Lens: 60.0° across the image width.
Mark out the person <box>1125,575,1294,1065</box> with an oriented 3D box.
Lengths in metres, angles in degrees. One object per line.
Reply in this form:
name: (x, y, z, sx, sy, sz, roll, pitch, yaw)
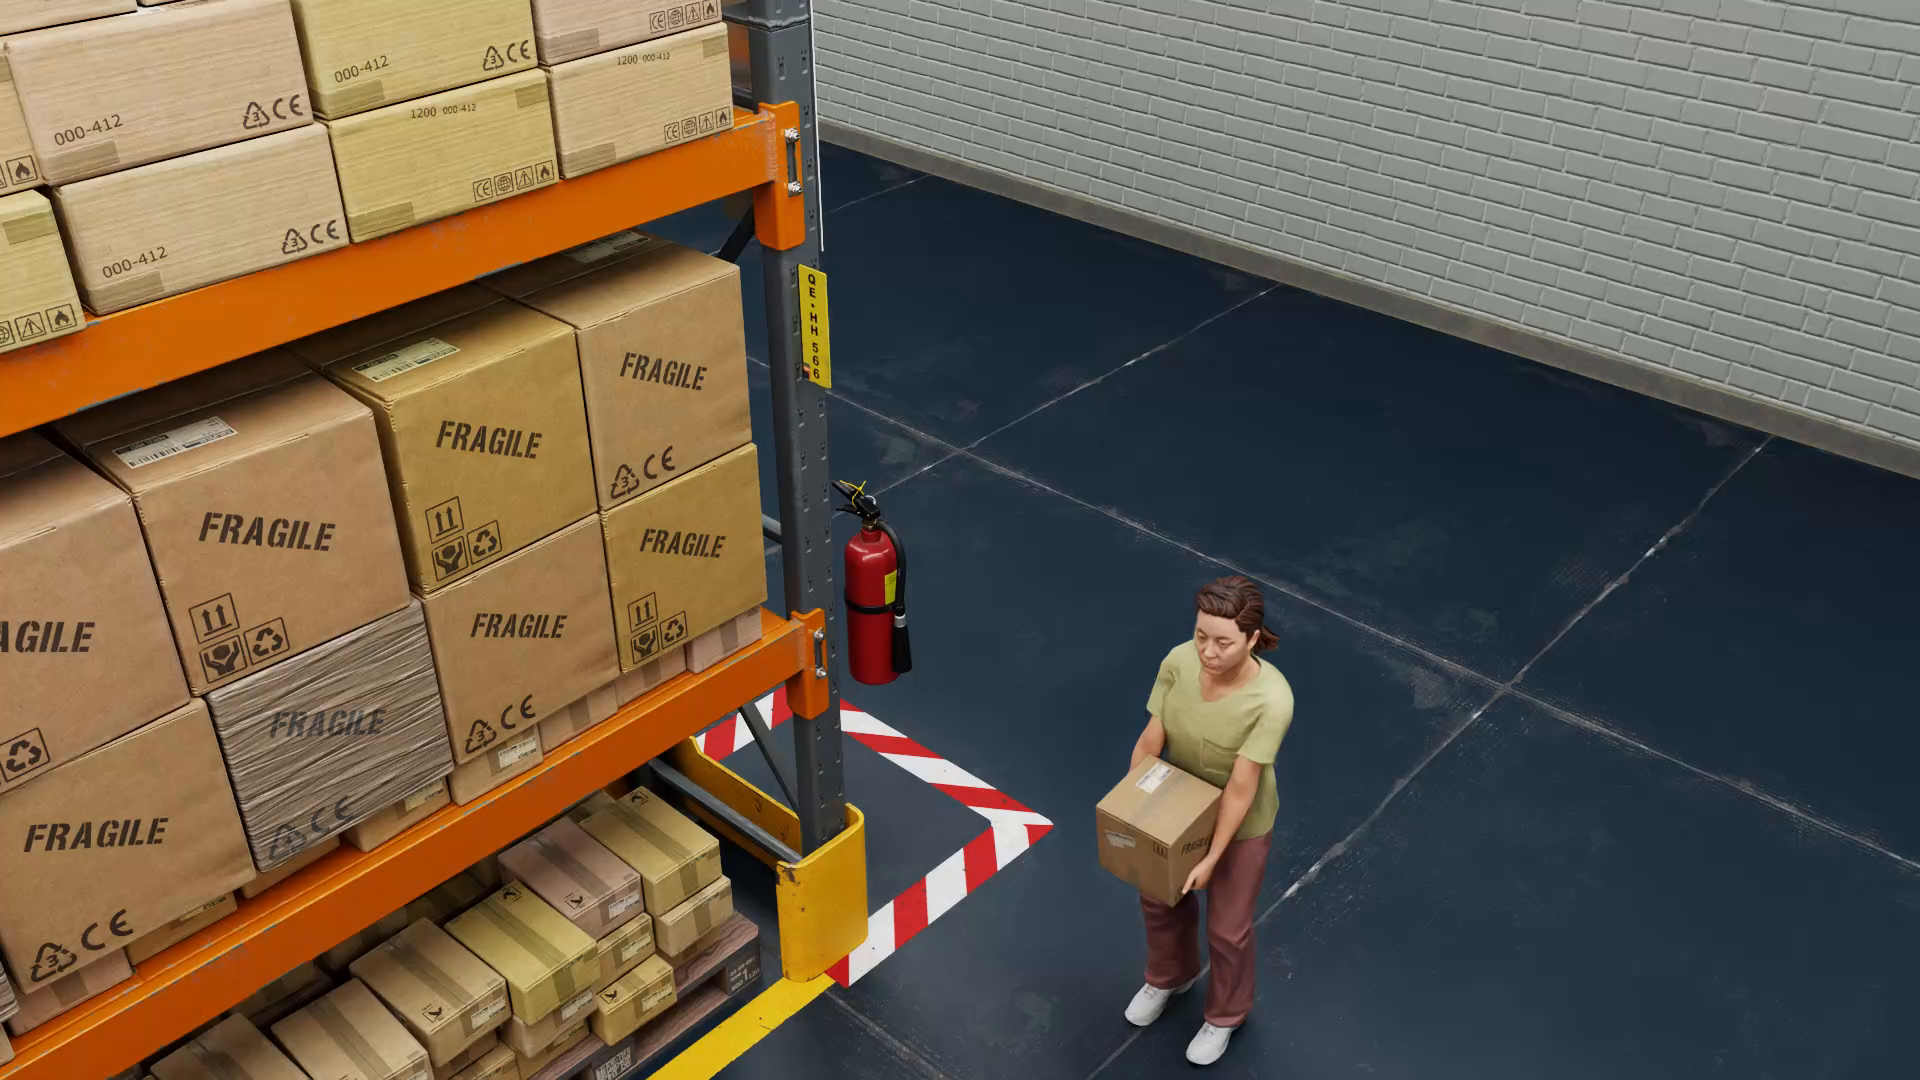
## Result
person: (0.683, 0.838, 4.780, 0.408, 1.665, 0.506, 25, 39, 34)
